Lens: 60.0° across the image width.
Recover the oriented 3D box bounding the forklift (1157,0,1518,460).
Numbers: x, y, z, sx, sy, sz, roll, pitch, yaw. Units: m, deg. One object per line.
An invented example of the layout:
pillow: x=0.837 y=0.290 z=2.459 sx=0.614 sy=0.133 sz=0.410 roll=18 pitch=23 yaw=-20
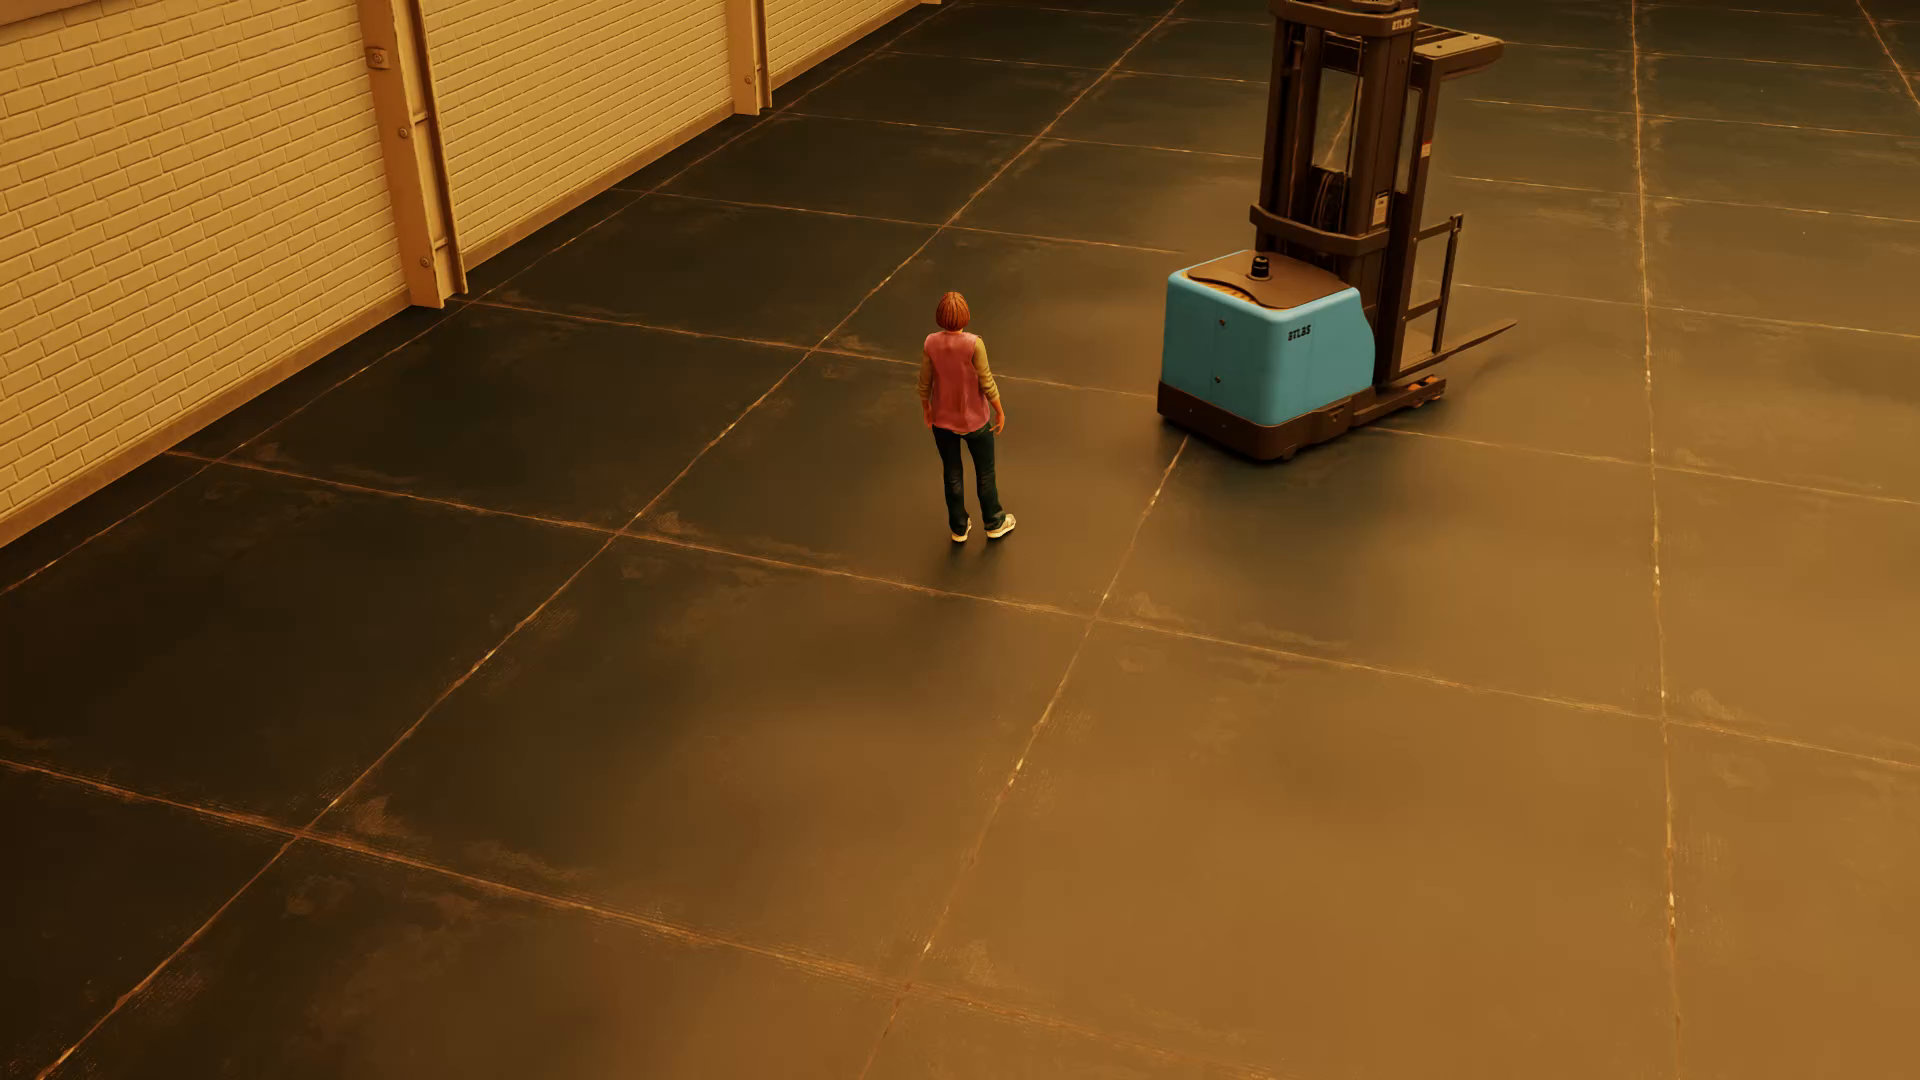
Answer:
forklift: x=2.827 y=-2.387 z=11.324 sx=3.031 sy=2.935 sz=1.130 roll=-22 pitch=36 yaw=-33

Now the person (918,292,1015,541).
person: x=0.037 y=-0.733 z=9.755 sx=0.521 sy=1.599 sz=0.473 roll=10 pitch=31 yaw=16
